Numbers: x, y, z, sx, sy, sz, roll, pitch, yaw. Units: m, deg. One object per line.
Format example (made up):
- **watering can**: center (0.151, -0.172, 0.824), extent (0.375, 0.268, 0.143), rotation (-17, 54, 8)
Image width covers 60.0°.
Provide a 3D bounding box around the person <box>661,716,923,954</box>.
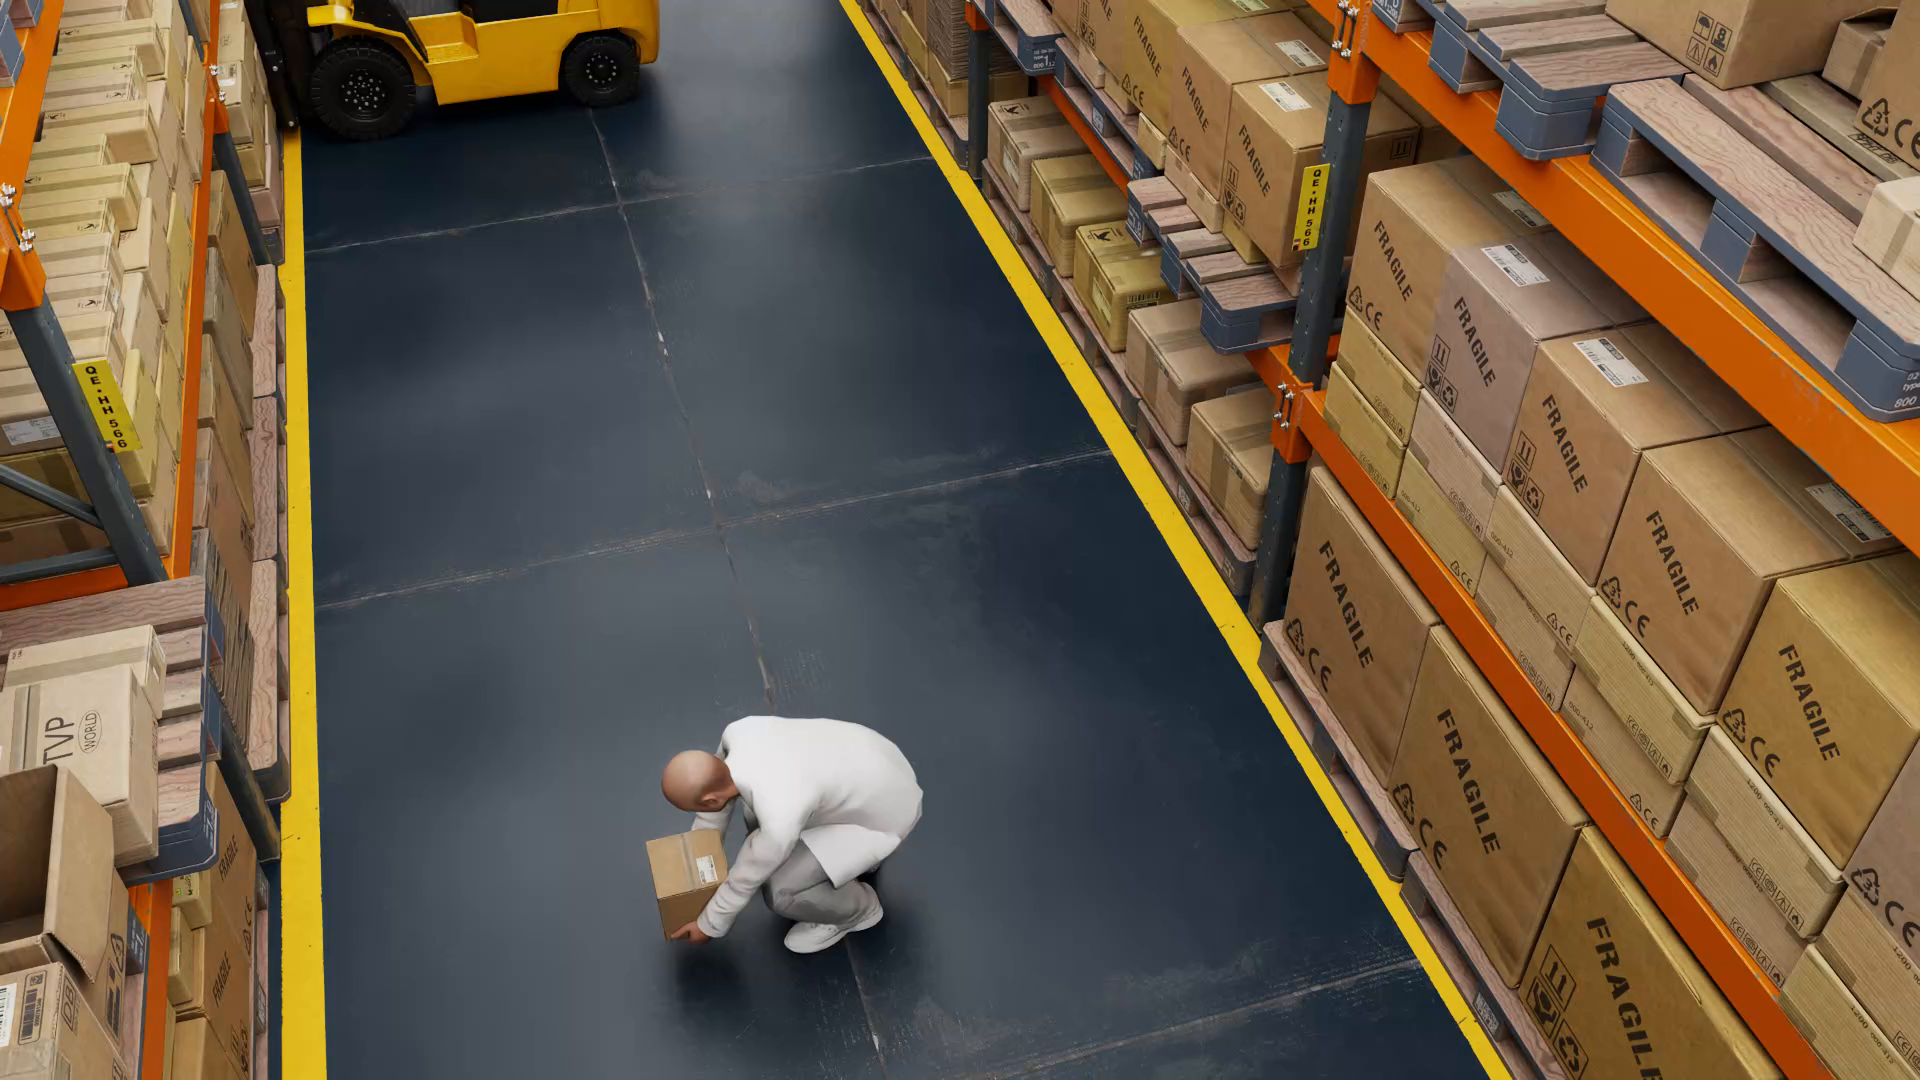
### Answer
- **person**: center (-0.583, 0.967, 5.672), extent (0.931, 1.001, 0.568), rotation (-13, 43, -14)
